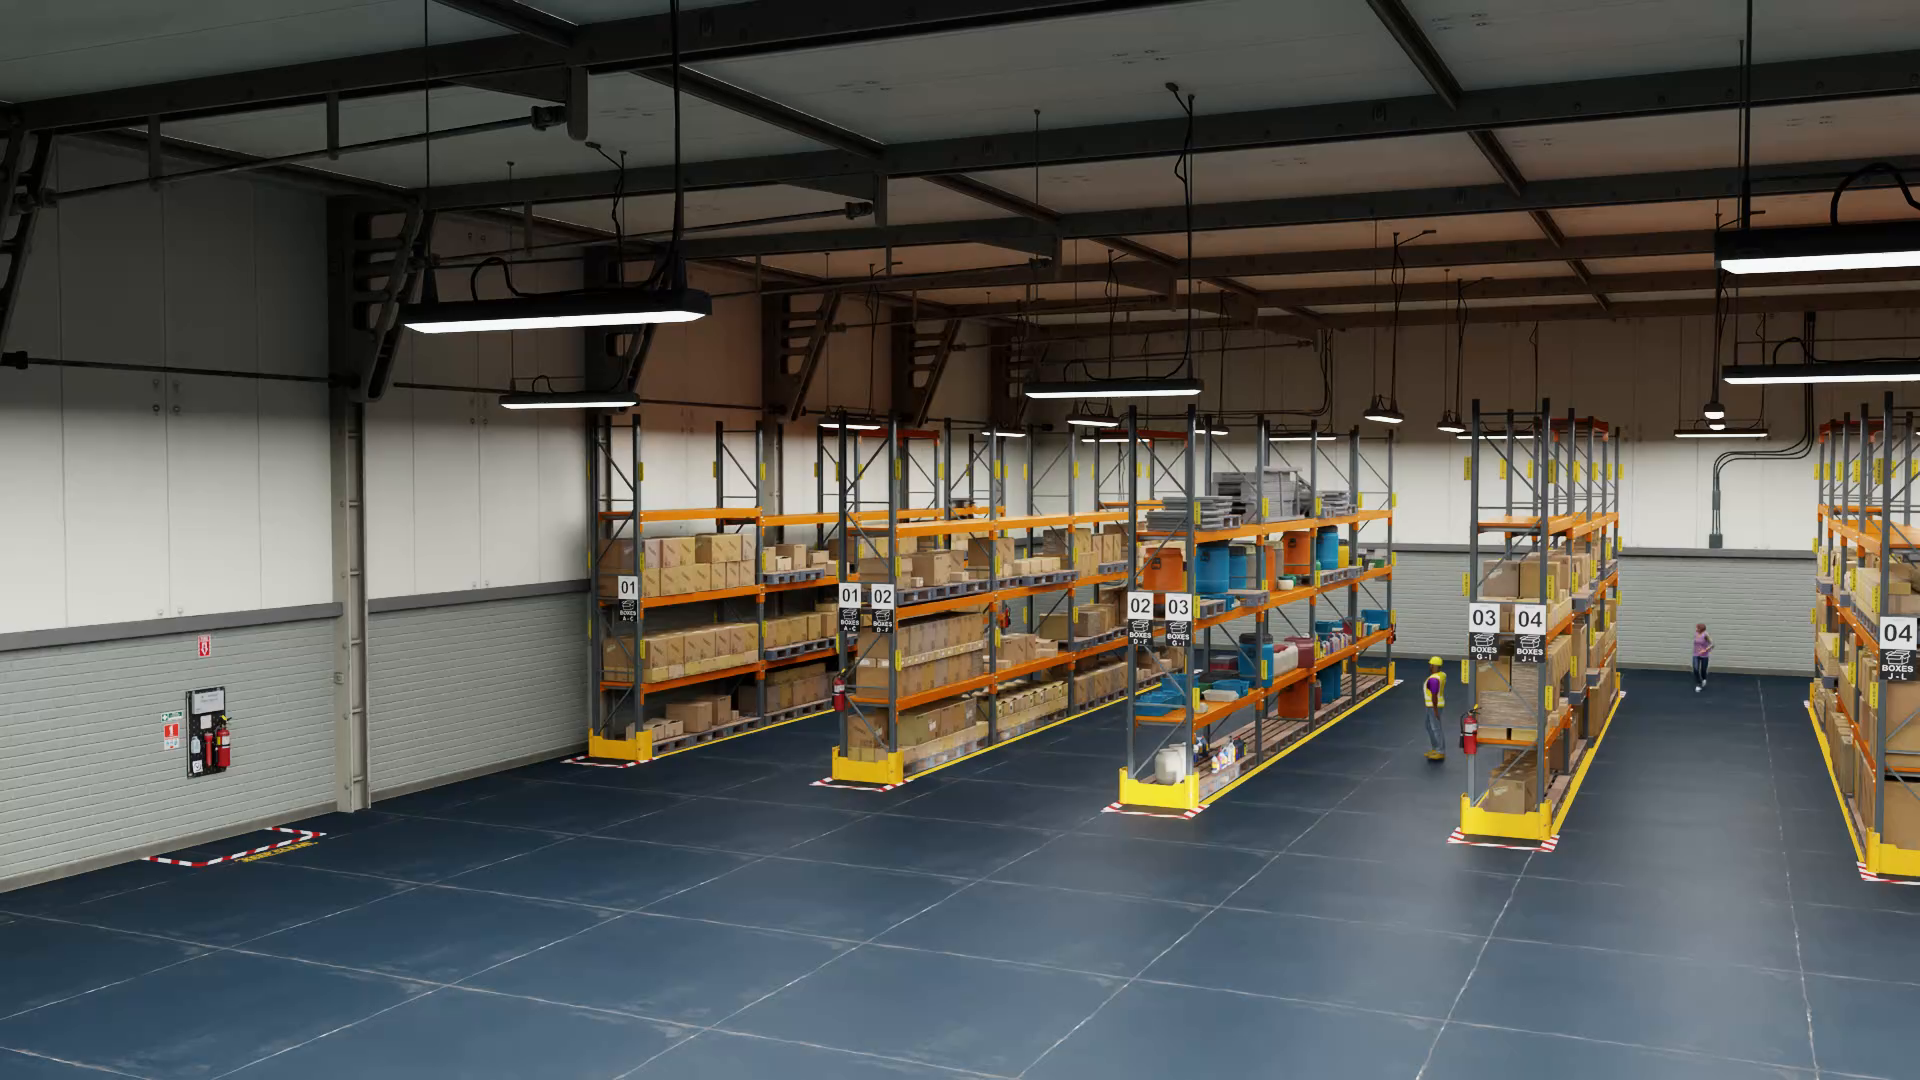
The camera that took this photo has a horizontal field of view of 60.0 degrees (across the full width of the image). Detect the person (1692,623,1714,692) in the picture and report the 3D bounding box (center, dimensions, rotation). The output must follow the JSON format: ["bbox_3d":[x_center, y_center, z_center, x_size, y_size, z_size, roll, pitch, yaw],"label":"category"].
[{"bbox_3d":[16.978,2.672,37.966,0.468,1.590,0.658,1,3,29],"label":"person"}]

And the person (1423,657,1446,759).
[{"bbox_3d":[8.287,2.924,29.031,0.381,1.801,0.727,1,2,18],"label":"person"}]

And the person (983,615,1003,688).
[{"bbox_3d":[0.764,2.580,38.325,0.396,1.687,0.543,1,2,18],"label":"person"}]
